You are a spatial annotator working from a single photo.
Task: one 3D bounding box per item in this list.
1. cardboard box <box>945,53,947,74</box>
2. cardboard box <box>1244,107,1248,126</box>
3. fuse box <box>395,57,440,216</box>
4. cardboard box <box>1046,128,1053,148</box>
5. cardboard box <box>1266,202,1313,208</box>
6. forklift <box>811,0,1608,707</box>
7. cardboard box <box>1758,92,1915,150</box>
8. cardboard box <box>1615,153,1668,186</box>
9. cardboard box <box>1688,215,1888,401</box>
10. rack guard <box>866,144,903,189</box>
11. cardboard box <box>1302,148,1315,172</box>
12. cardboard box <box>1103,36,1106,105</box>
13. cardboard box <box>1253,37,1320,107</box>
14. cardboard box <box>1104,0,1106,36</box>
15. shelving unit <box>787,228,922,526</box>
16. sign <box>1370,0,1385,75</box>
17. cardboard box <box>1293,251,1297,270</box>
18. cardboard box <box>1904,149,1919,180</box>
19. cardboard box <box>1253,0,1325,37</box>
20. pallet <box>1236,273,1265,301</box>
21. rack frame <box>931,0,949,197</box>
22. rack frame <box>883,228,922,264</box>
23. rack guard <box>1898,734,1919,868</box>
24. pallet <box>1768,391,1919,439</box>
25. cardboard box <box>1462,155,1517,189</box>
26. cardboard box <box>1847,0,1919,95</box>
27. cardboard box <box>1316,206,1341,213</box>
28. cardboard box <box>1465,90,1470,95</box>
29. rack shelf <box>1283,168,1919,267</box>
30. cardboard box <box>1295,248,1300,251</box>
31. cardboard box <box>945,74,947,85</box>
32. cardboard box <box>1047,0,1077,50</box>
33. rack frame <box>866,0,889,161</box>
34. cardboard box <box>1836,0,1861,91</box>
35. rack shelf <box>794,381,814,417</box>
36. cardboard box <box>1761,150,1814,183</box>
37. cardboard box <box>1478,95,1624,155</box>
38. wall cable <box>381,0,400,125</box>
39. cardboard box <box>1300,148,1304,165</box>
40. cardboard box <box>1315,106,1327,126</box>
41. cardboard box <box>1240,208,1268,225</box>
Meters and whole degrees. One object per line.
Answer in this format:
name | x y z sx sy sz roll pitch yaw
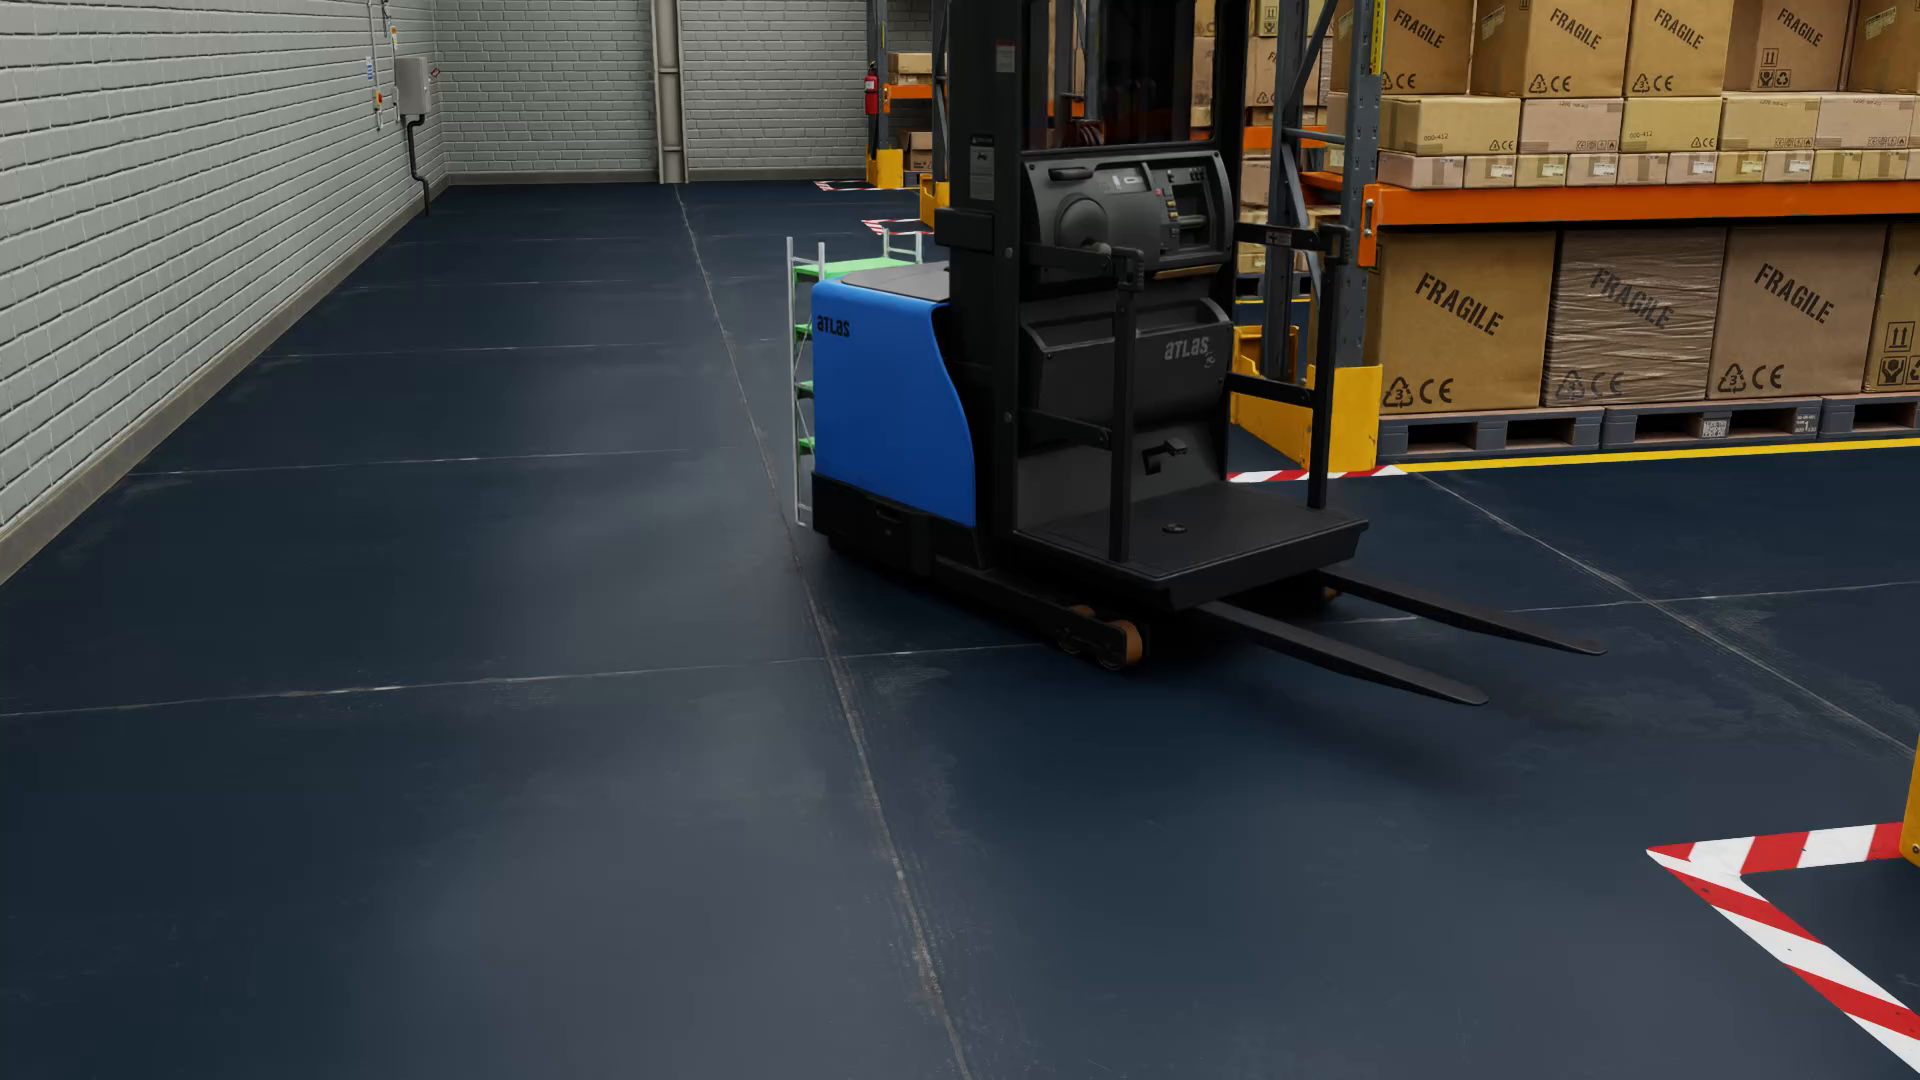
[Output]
cardboard box | -0.099 -6.258 21.826 0.500 0.250 0.500 -3 17 -10
cardboard box | 2.018 -3.243 12.688 0.250 0.149 0.380 -2 17 -8
fuse box | -5.932 -4.458 18.411 0.414 1.711 0.539 -3 17 -10
cardboard box | 1.394 -5.318 22.560 0.500 0.500 0.700 -4 18 -13
cardboard box | 2.652 -2.643 13.434 0.250 0.149 0.380 -4 17 -12
forklift | 0.726 -1.140 5.532 1.130 2.935 3.031 -14 22 -37
cardboard box | 4.270 -2.059 8.155 0.500 0.250 0.500 -3 17 -9
cardboard box | 3.154 -1.786 7.947 0.250 0.149 0.380 -4 17 -12
cardboard box | 4.115 -1.268 8.735 0.875 0.875 0.875 -3 17 -10
rack guard | -1.016 -5.021 22.307 0.348 0.500 1.175 -3 17 -10
cardboard box | 4.376 -4.246 18.431 0.875 0.875 0.875 -3 17 -9
cardboard box | 1.285 -3.649 12.905 0.500 0.500 0.500 -3 17 -9
cardboard box | 2.390 -3.556 12.602 0.500 0.500 0.500 -3 17 -10
cardboard box | 1.295 -4.125 12.752 0.500 0.500 0.500 -4 17 -12
shelving unit | -0.428 -0.665 6.933 0.503 1.200 0.258 -14 22 -38
sign | 1.834 -2.215 7.306 0.005 0.325 0.100 -3 17 -10
cardboard box | 2.456 -2.213 13.047 0.250 0.149 0.380 -3 17 -10
cardboard box | 4.668 -1.872 8.227 0.250 0.149 0.380 -3 17 -9
cardboard box | 2.393 -4.028 12.439 0.500 0.500 0.500 -4 17 -12
pallet | 1.772 -2.066 13.178 1.213 0.211 1.003 -3 17 -10
rack frame | -0.145 -4.781 17.268 0.127 3.000 1.000 -3 17 -10
rack frame | -0.240 -0.711 7.082 0.015 1.200 0.240 -14 22 -38
rack guard | 2.653 0.704 3.669 0.348 0.500 1.175 -3 17 -10
pallet | 4.901 -0.794 9.037 1.213 0.211 1.003 -3 17 -10
cardboard box | 2.397 -1.743 7.806 0.250 0.149 0.380 -4 17 -11
cardboard box | 4.769 -2.446 8.139 0.500 0.500 0.500 -3 17 -10
cardboard box | 2.989 -2.534 13.079 0.250 0.149 0.380 -3 17 -10
cardboard box | 2.658 -2.126 8.374 0.500 0.250 0.500 -4 17 -11
rack shelf | 3.698 -1.691 8.435 4.000 0.370 1.077 -3 17 -10
cardboard box | 2.474 -2.358 13.014 0.250 0.149 0.380 -4 18 -13
cardboard box | -0.223 -6.083 21.935 0.250 0.149 0.380 -3 17 -11
cardboard box | 0.886 -5.282 17.027 0.500 0.500 0.500 -4 17 -12
rack frame | -1.091 -6.212 21.926 0.127 3.000 1.000 -3 17 -10
cardboard box | 4.658 -2.598 8.632 0.500 0.500 0.500 -3 17 -10
rack shelf | -0.428 -0.604 6.952 0.480 0.148 0.258 -14 22 -38
cardboard box | 3.913 -1.830 8.088 0.250 0.149 0.380 -3 17 -10
cardboard box | 2.766 -1.974 7.879 0.500 0.250 0.500 -3 17 -11
wall cable | -5.958 -5.354 17.404 0.122 1.984 0.588 -3 17 -10
cardboard box | 4.877 -5.488 23.114 0.500 0.500 0.500 -4 17 -12
cardboard box | 2.795 -3.265 12.759 0.250 0.149 0.380 -3 17 -8
cardboard box | 2.219 -2.478 12.897 0.250 0.149 0.380 -4 18 -13
